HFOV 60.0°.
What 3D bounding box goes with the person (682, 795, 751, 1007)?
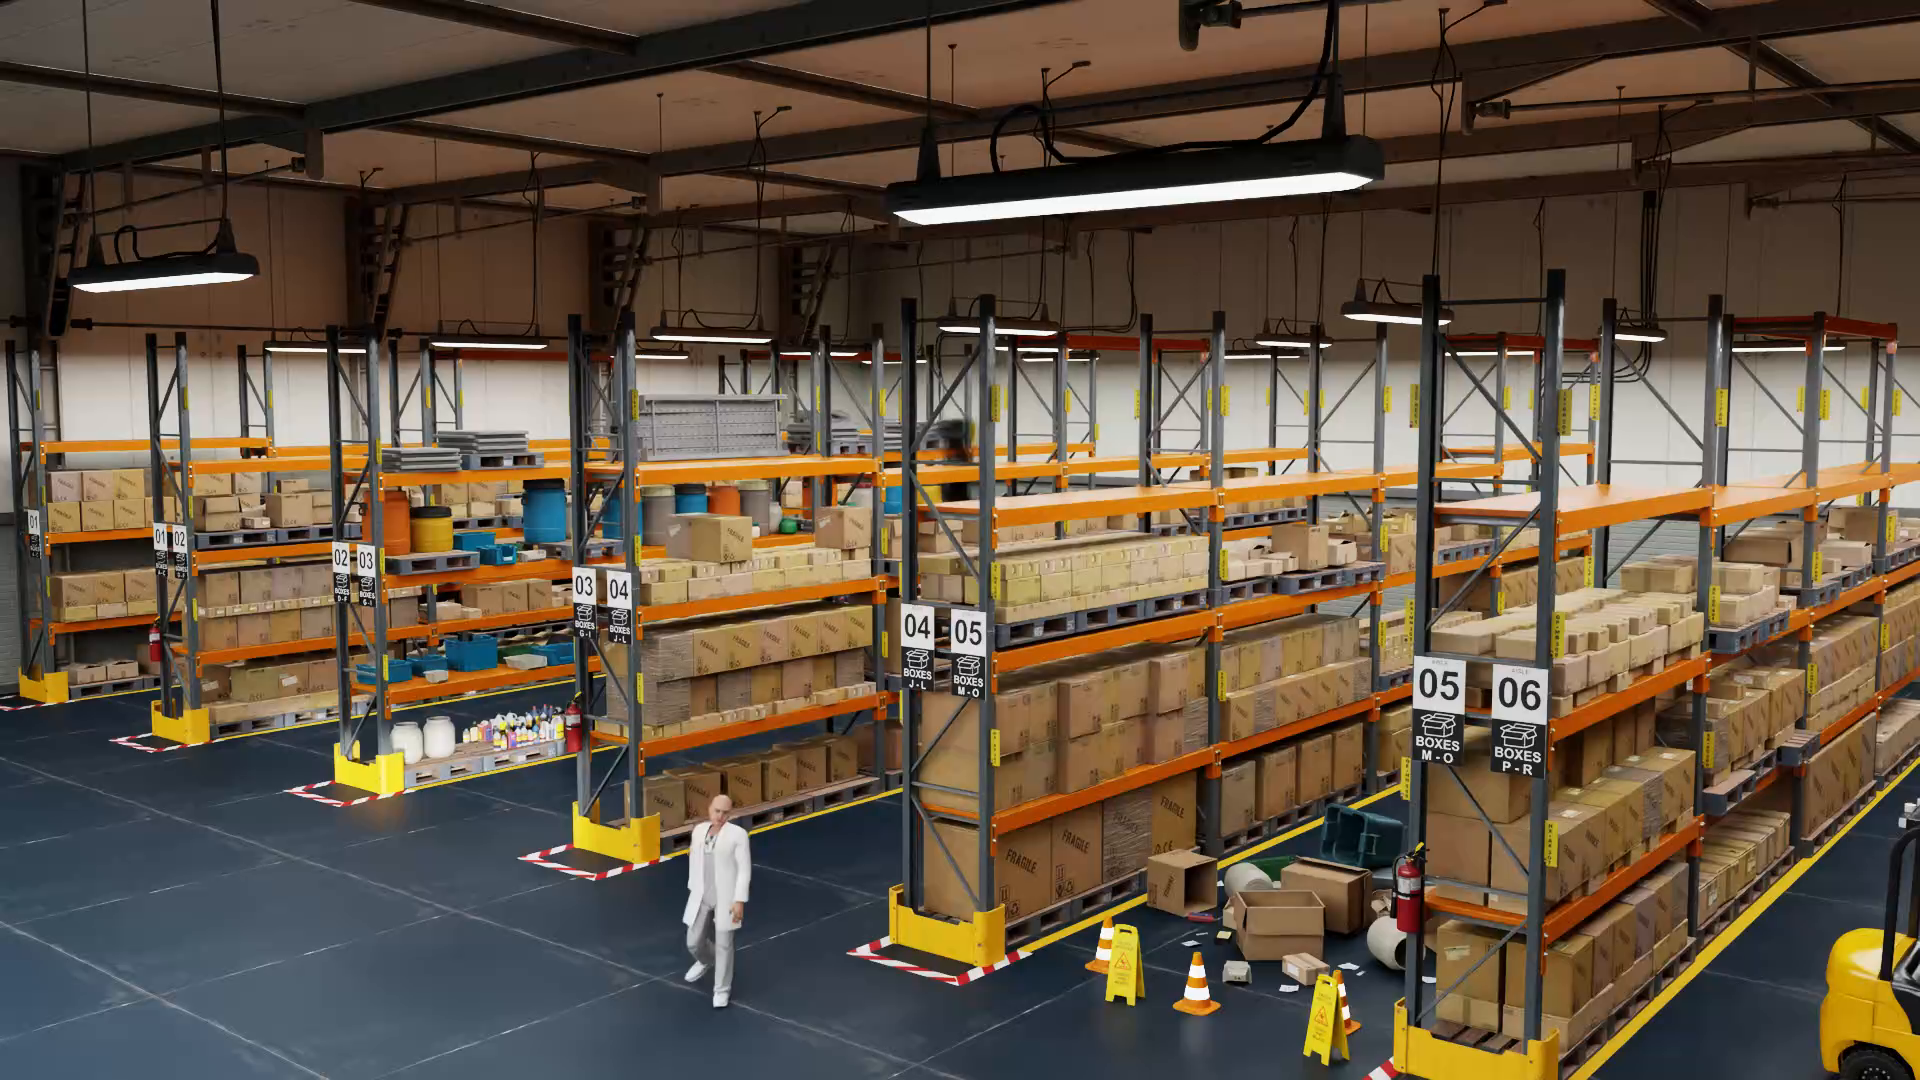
[{"bbox_3d":[-2.052,3.011,14.063,0.697,1.772,0.630,1,5,13],"label":"person"}]
